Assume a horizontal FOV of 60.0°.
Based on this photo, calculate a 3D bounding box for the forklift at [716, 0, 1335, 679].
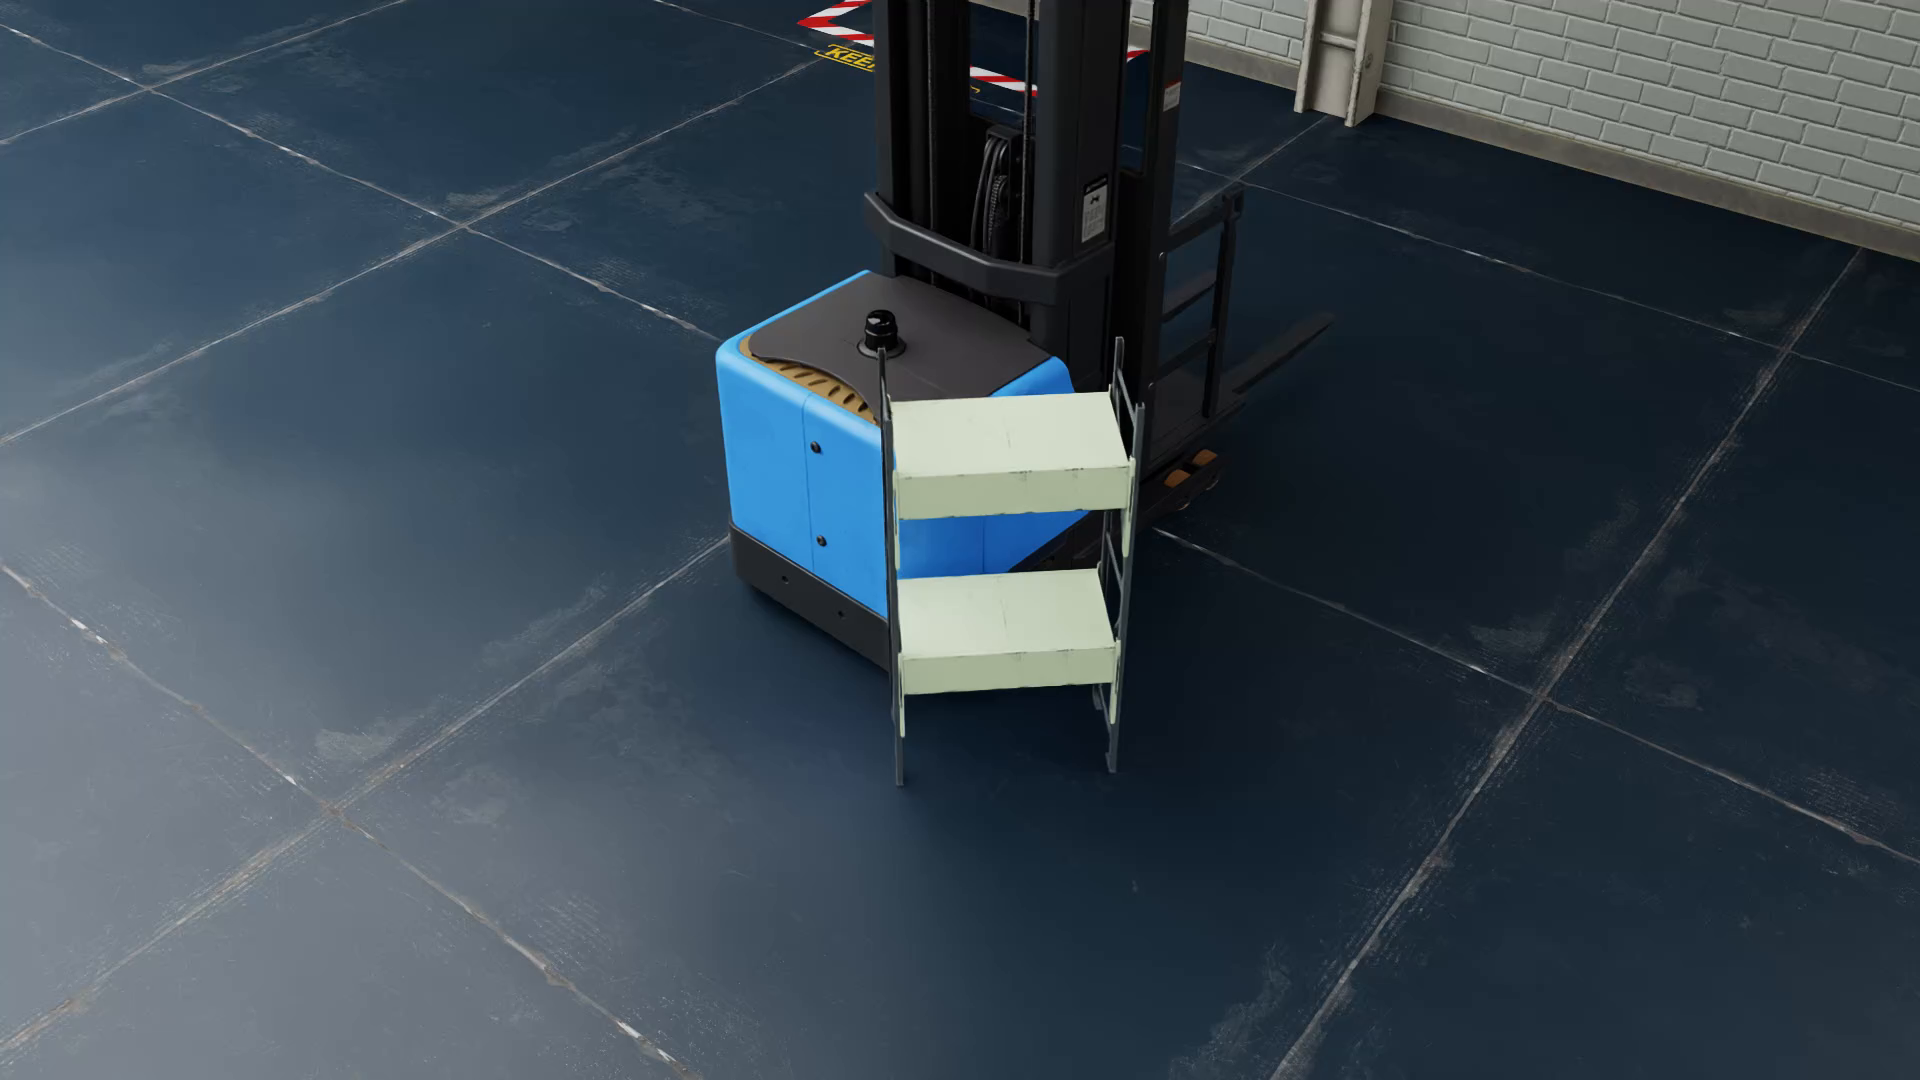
[{"bbox_3d":[0.478,-1.468,6.248,1.130,2.935,3.031,29,47,32],"label":"forklift"}]

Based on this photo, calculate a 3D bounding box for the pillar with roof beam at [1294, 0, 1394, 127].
[{"bbox_3d":[-0.346,-4.038,4.608,0.400,9.000,9.100,25,45,29],"label":"pillar with roof beam"}]

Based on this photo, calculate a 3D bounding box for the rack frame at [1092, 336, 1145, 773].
[{"bbox_3d":[0.507,0.087,5.422,0.023,1.500,0.400,-3,38,-4],"label":"rack frame"}]

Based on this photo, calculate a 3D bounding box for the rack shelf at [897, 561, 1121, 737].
[{"bbox_3d":[0.142,0.364,5.597,0.720,0.370,0.431,-3,38,-4],"label":"rack shelf"}]

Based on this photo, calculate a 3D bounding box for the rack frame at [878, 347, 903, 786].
[{"bbox_3d":[-0.222,0.127,5.371,0.023,1.500,0.400,-3,38,-4],"label":"rack frame"}]

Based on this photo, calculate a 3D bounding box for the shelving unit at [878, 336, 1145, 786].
[{"bbox_3d":[0.142,0.107,5.396,0.755,1.500,0.431,-3,38,-4],"label":"shelving unit"}]

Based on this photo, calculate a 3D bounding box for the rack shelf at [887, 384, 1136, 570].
[{"bbox_3d":[0.142,-0.200,5.156,0.720,0.370,0.431,-3,38,-4],"label":"rack shelf"}]
